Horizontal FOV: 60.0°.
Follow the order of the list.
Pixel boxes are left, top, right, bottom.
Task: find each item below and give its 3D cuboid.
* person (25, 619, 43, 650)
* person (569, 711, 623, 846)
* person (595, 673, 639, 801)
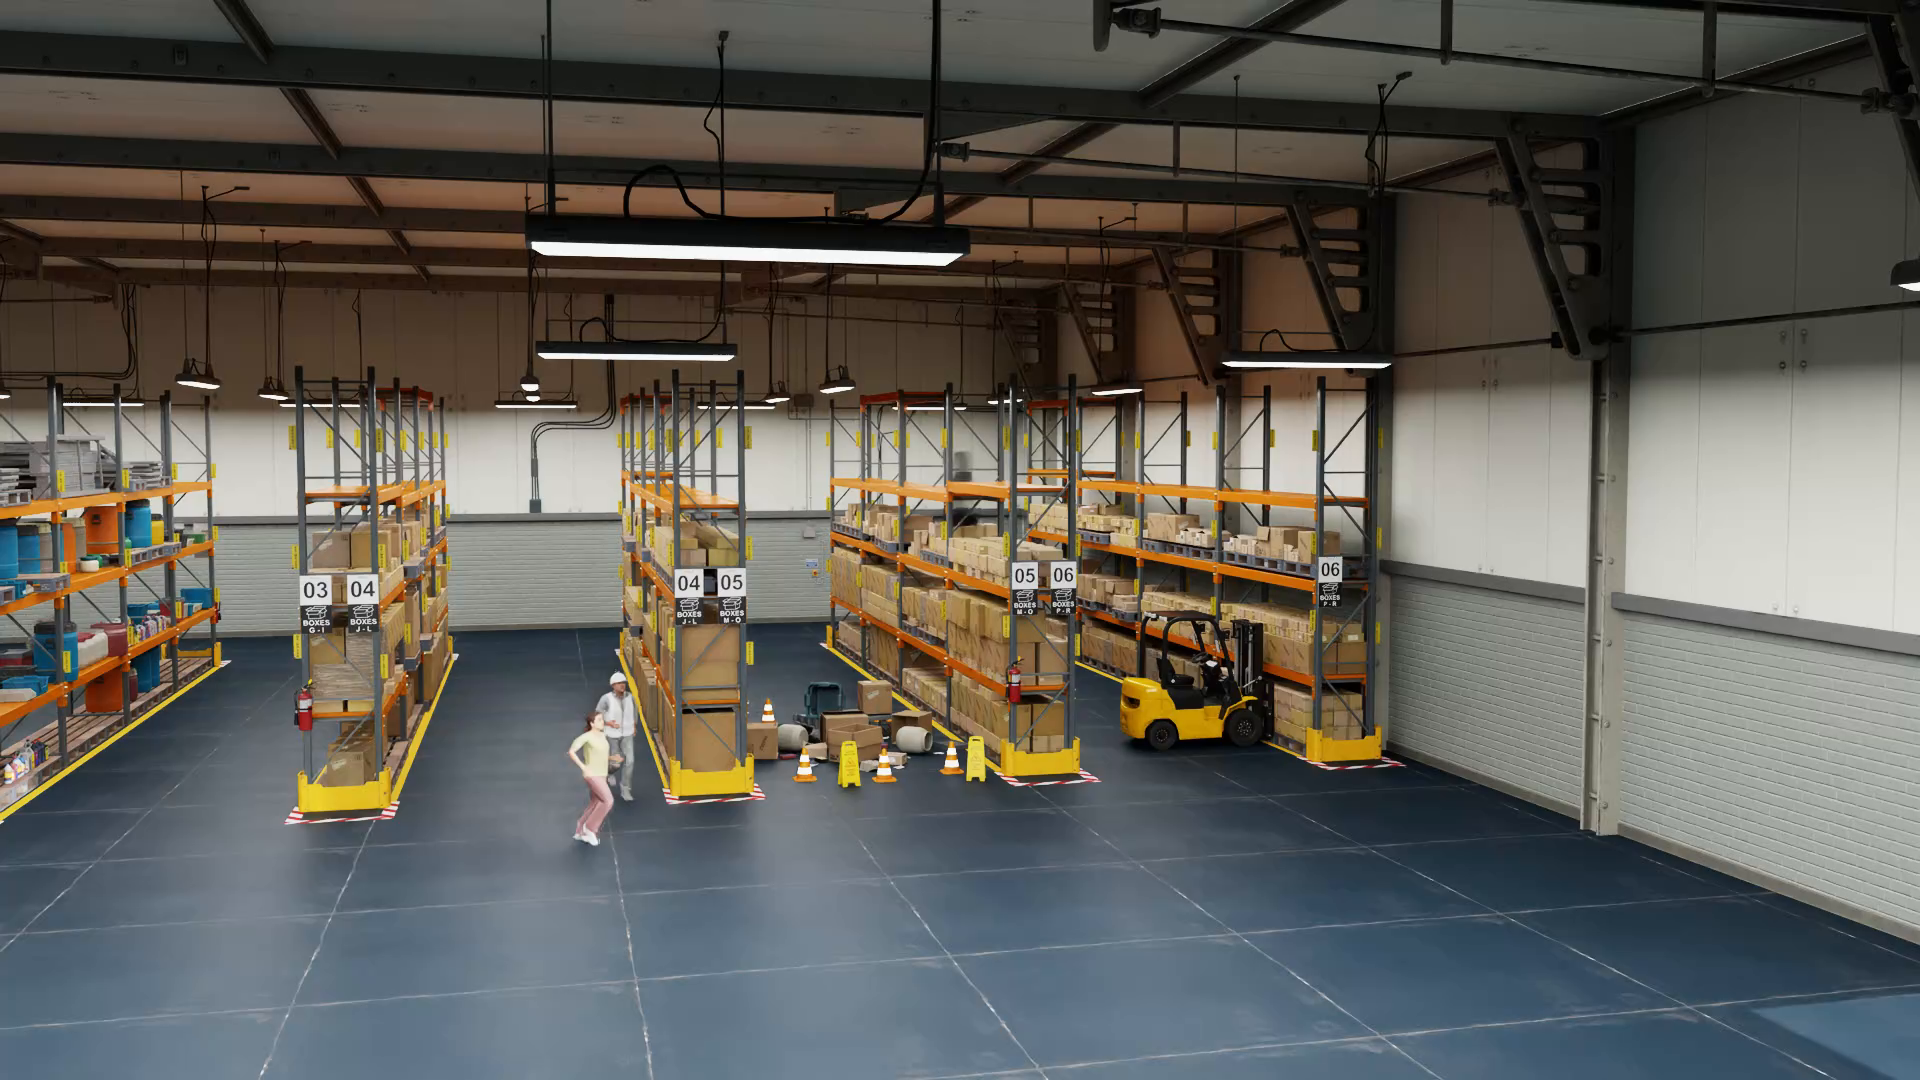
[{"bbox_3d":[-17.564,2.303,31.758,0.510,1.570,0.636,0,3,-7],"label":"person"},{"bbox_3d":[-4.505,2.943,20.600,0.638,1.655,0.554,1,4,18],"label":"person"},{"bbox_3d":[-4.813,2.745,23.398,0.695,1.780,0.815,-2,4,-30],"label":"person"}]
